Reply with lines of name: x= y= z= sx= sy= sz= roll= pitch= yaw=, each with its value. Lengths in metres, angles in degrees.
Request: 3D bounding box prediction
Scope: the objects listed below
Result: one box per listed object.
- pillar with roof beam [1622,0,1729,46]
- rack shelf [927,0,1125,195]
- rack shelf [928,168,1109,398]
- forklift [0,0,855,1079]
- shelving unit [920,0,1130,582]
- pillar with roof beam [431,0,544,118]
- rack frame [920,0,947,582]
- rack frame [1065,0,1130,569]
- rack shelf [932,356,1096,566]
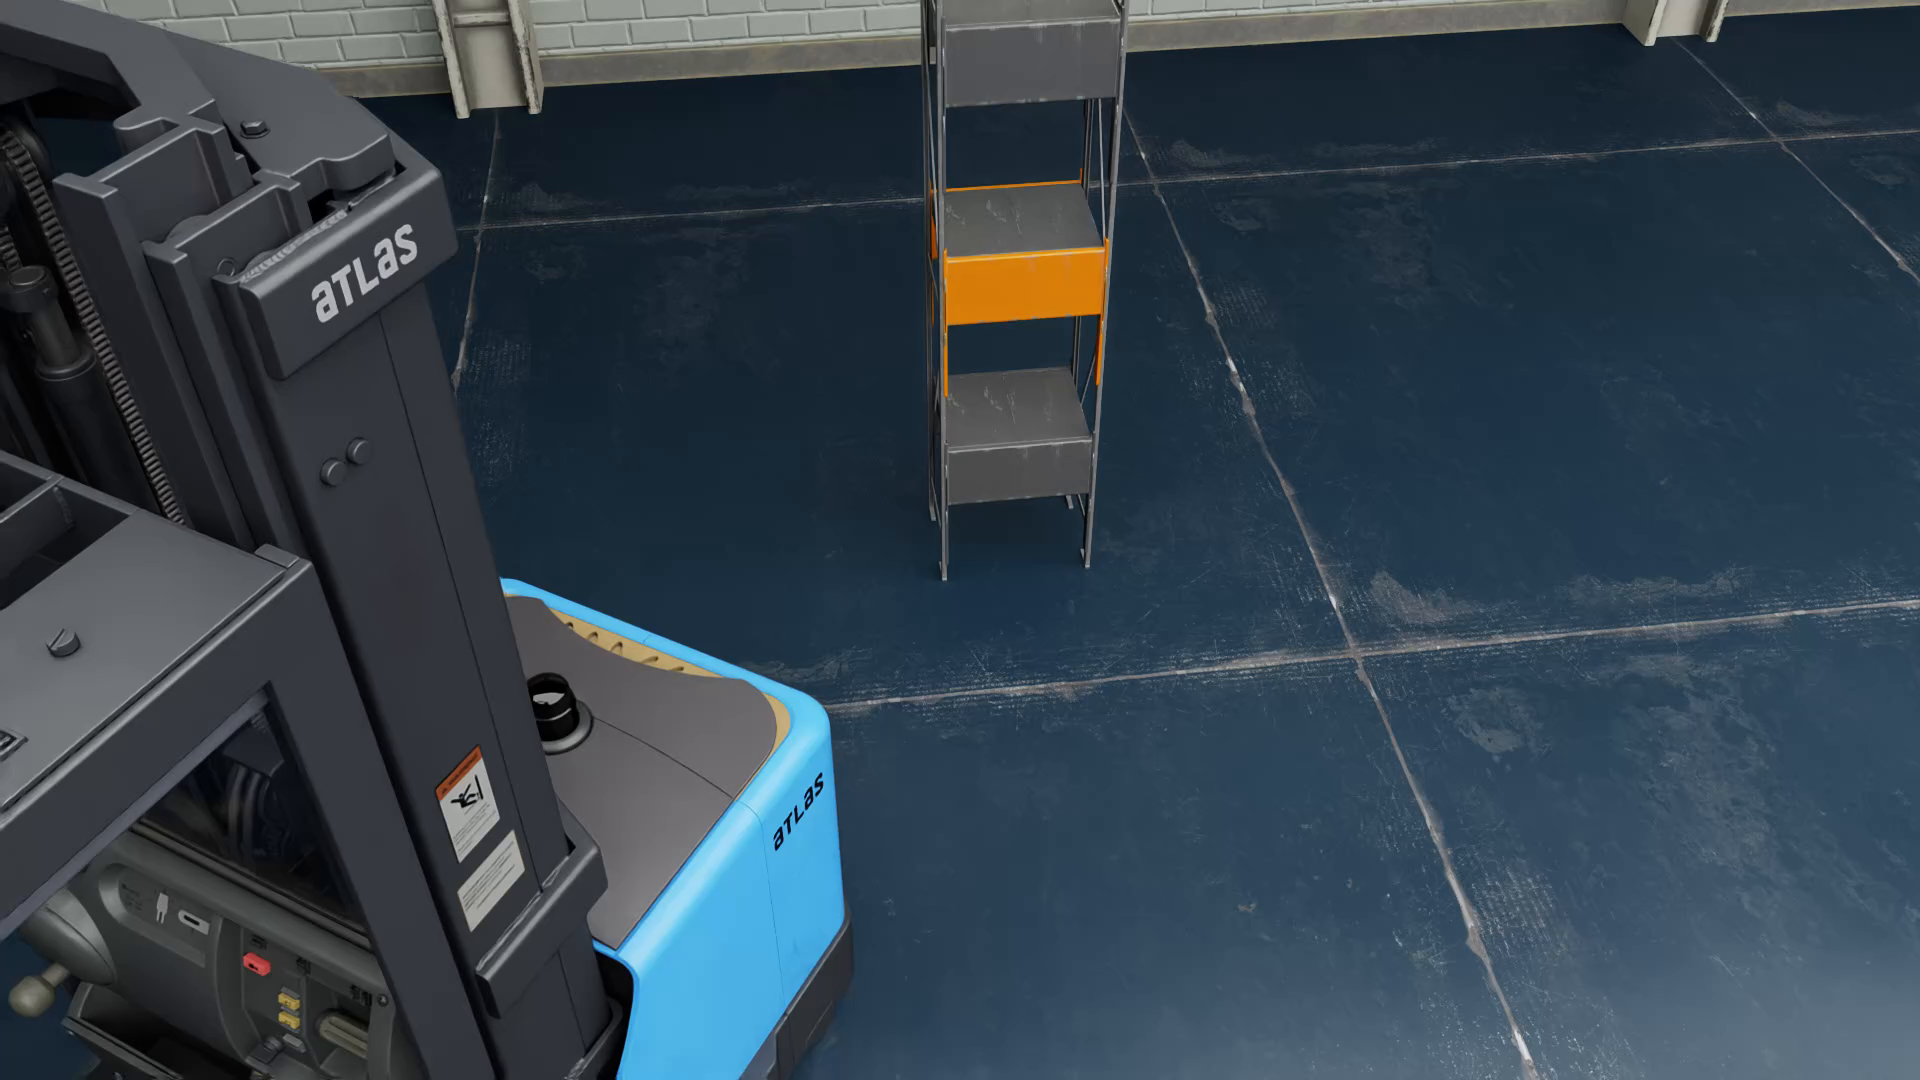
pillar with roof beam: x=4.263 y=-3.151 z=2.525 sx=0.400 sy=9.000 sz=9.100 roll=-5 pitch=42 yaw=-6
rack shelf: x=0.164 y=-1.304 z=4.603 sx=0.480 sy=0.518 sz=0.431 roll=-5 pitch=42 yaw=-6
rack shelf: x=0.164 y=-0.784 z=5.072 sx=0.480 sy=0.518 sz=0.431 roll=-5 pitch=42 yaw=-6
forklift: x=-1.402 y=0.805 z=2.669 sx=1.130 sy=2.935 sz=3.031 roll=19 pitch=45 yaw=20
shelving unit: x=0.164 y=-0.794 z=5.063 sx=0.503 sy=2.100 sz=0.431 roll=-5 pitch=42 yaw=-6
pillar with roof beam: x=-1.686 y=-2.630 z=1.947 sx=0.400 sy=9.000 sz=9.100 roll=-5 pitch=42 yaw=-6
rack frame: x=-0.078 y=-0.773 z=5.039 sx=0.015 sy=2.100 sz=0.400 roll=-5 pitch=42 yaw=-6
rack frame: x=0.406 y=-0.815 z=5.086 sx=0.015 sy=2.100 sz=0.400 roll=-5 pitch=42 yaw=-6
rack shelf: x=0.164 y=-0.264 z=5.541 sx=0.480 sy=0.518 sz=0.431 roll=-5 pitch=42 yaw=-6
